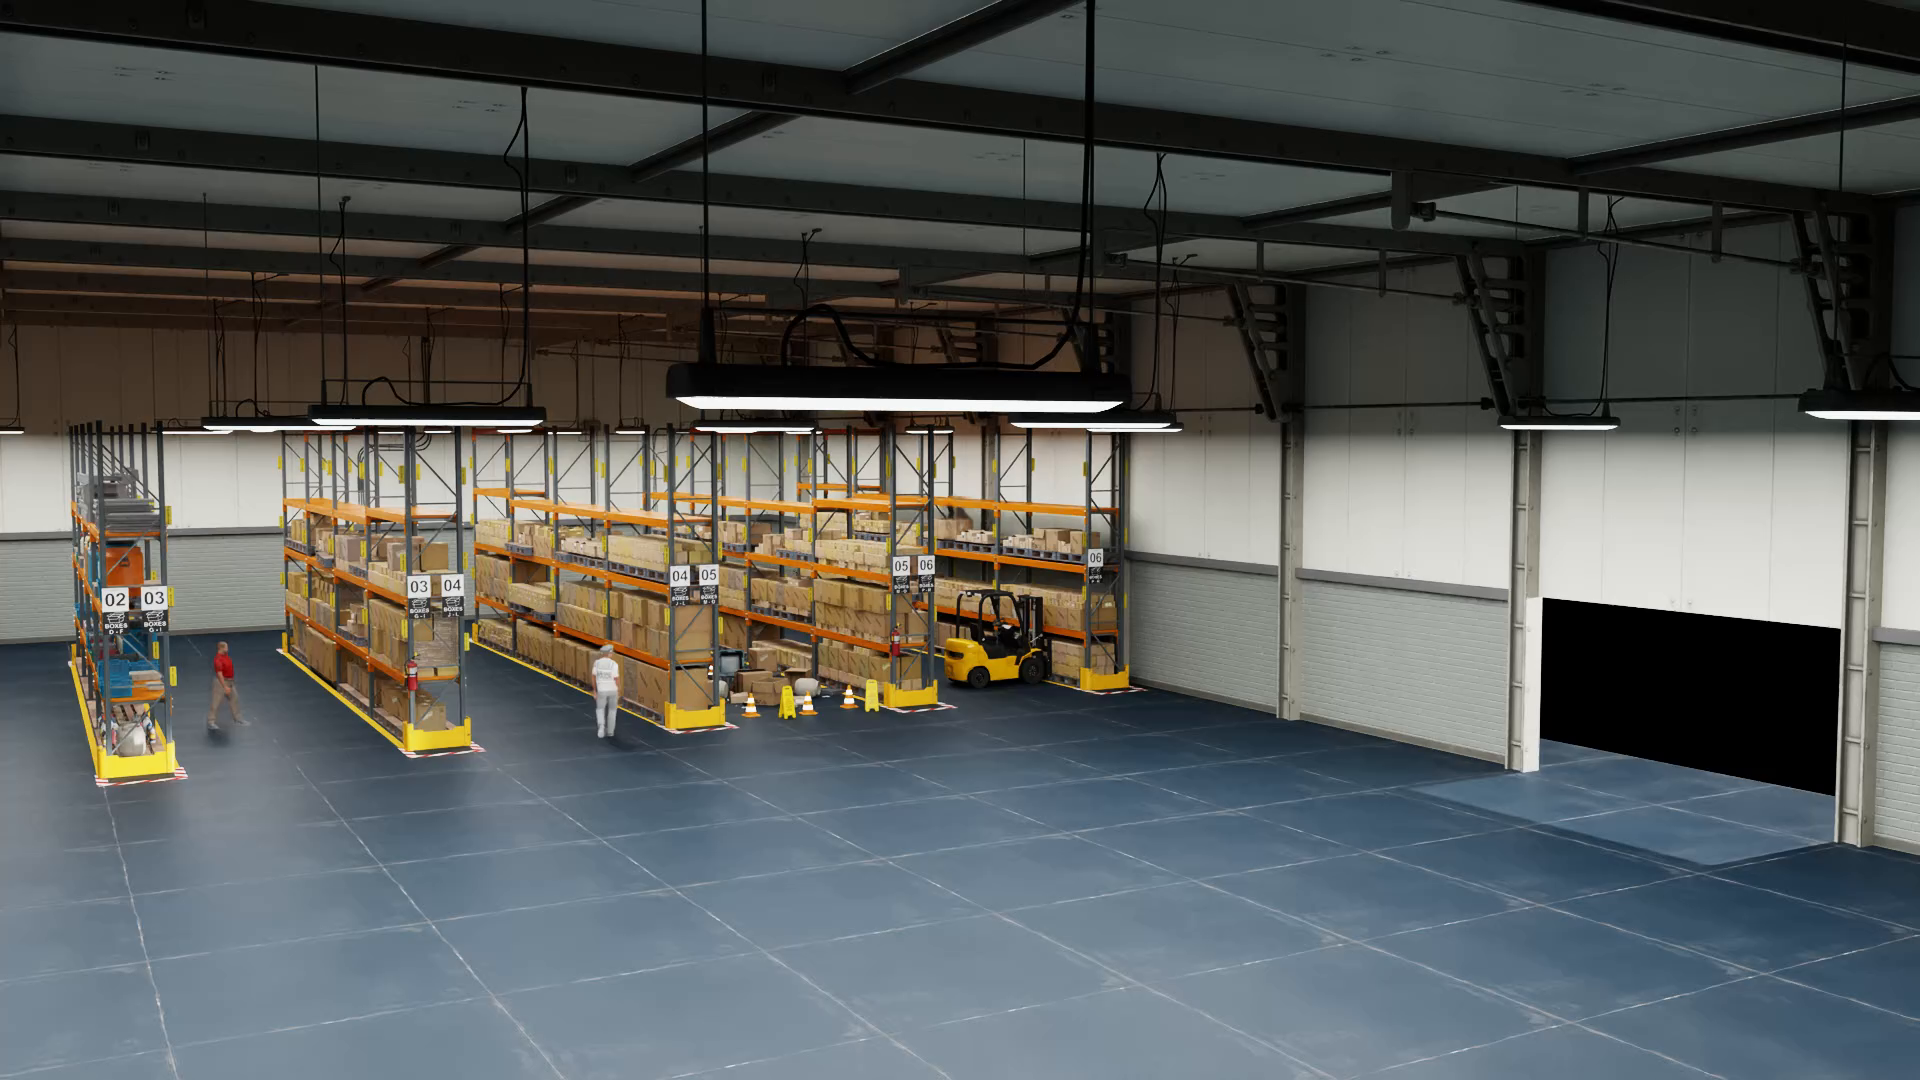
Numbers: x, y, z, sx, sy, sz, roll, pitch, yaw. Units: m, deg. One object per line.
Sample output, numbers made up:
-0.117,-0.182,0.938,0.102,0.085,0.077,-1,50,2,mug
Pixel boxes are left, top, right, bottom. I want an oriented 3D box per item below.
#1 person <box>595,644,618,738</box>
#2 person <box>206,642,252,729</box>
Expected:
-6.702,2.869,31.614,0.473,1.762,0.564,0,4,-7,person
-14.449,2.847,32.762,0.623,1.727,0.751,0,4,6,person
